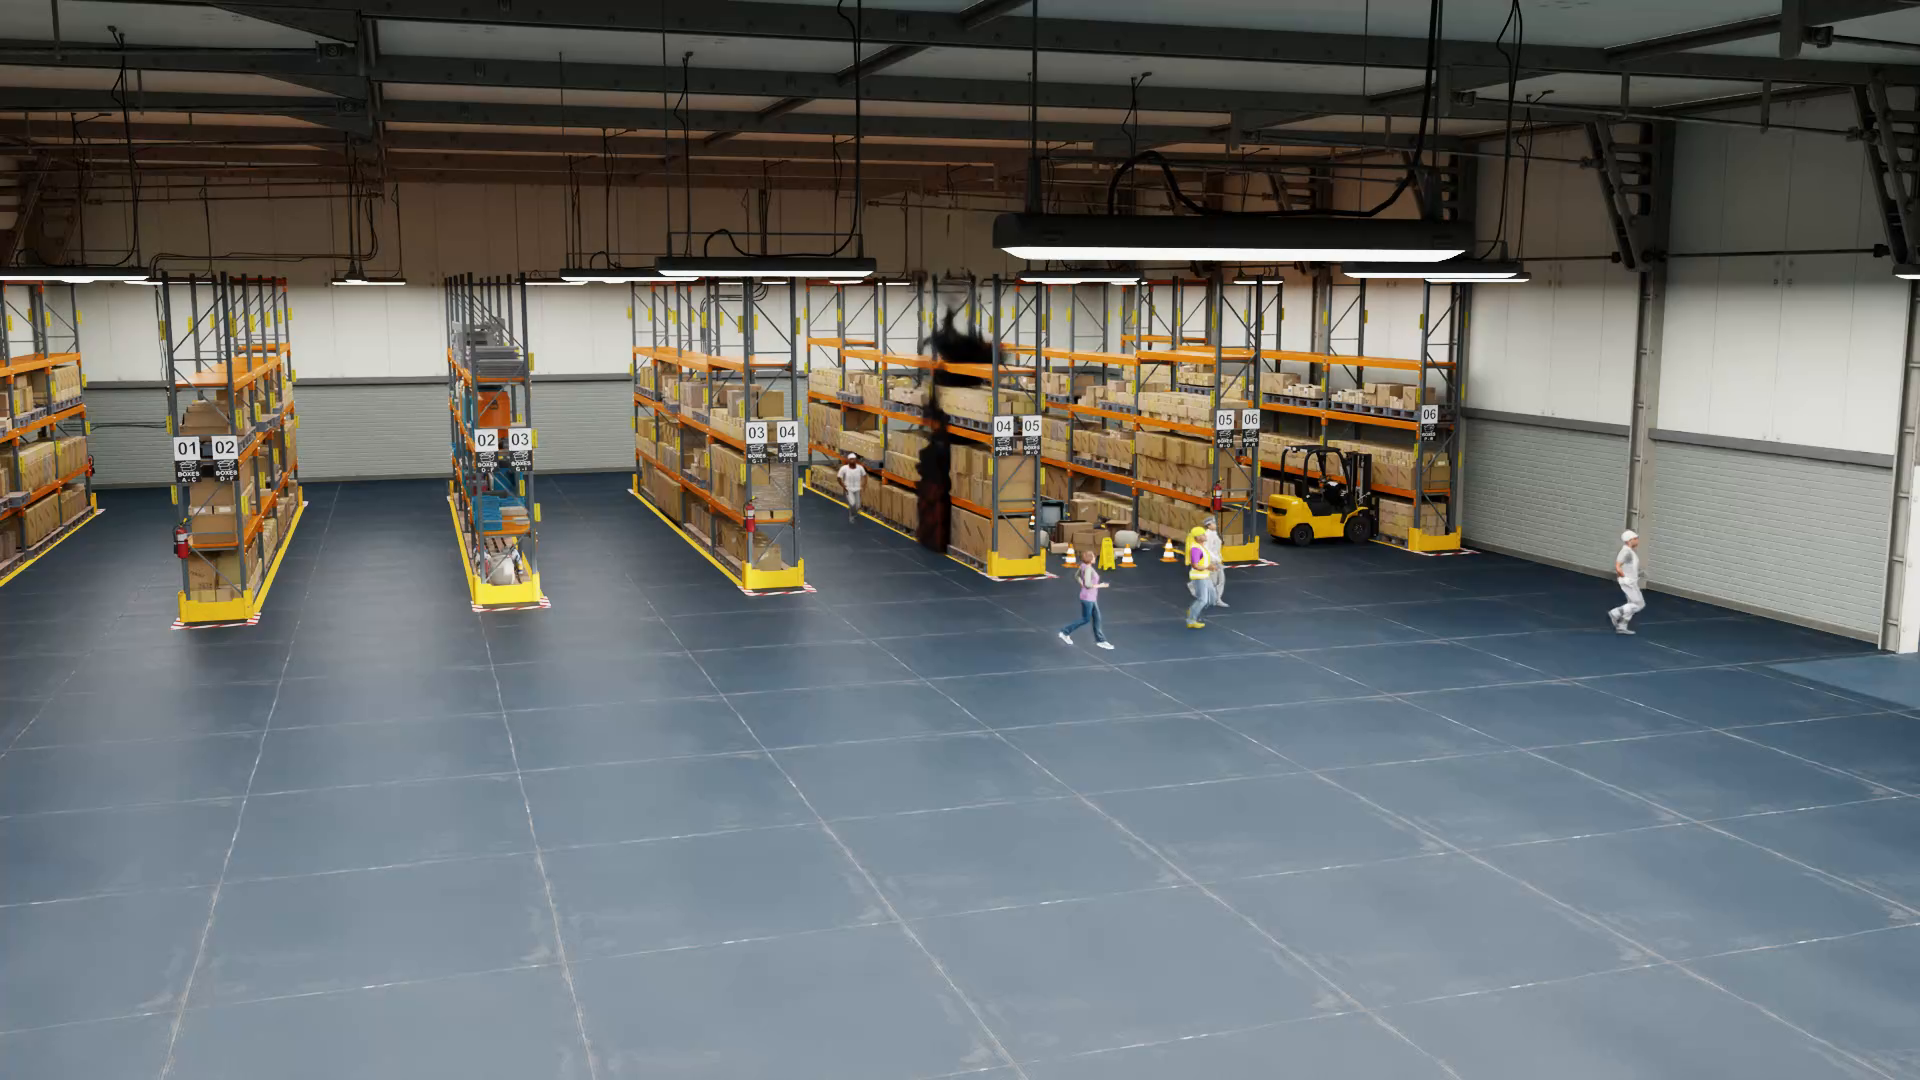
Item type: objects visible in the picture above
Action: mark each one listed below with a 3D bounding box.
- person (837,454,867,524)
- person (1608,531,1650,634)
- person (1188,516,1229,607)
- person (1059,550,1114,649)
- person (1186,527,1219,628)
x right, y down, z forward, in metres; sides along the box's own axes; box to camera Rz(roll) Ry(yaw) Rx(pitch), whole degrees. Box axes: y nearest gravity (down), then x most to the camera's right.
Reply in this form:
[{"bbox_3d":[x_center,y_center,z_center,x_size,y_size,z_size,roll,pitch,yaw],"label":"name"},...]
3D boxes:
[{"bbox_3d":[-2.532,-1.196,39.230,0.733,1.704,0.675,-3,9,-17],"label":"person"},{"bbox_3d":[11.126,0.711,27.638,0.593,1.738,0.660,4,10,27],"label":"person"},{"bbox_3d":[4.542,0.373,30.197,0.758,1.662,0.633,5,10,28],"label":"person"},{"bbox_3d":[2.014,0.952,26.405,0.879,1.597,0.540,1,9,5],"label":"person"},{"bbox_3d":[4.112,0.628,28.125,0.597,1.721,0.686,3,9,17],"label":"person"}]
